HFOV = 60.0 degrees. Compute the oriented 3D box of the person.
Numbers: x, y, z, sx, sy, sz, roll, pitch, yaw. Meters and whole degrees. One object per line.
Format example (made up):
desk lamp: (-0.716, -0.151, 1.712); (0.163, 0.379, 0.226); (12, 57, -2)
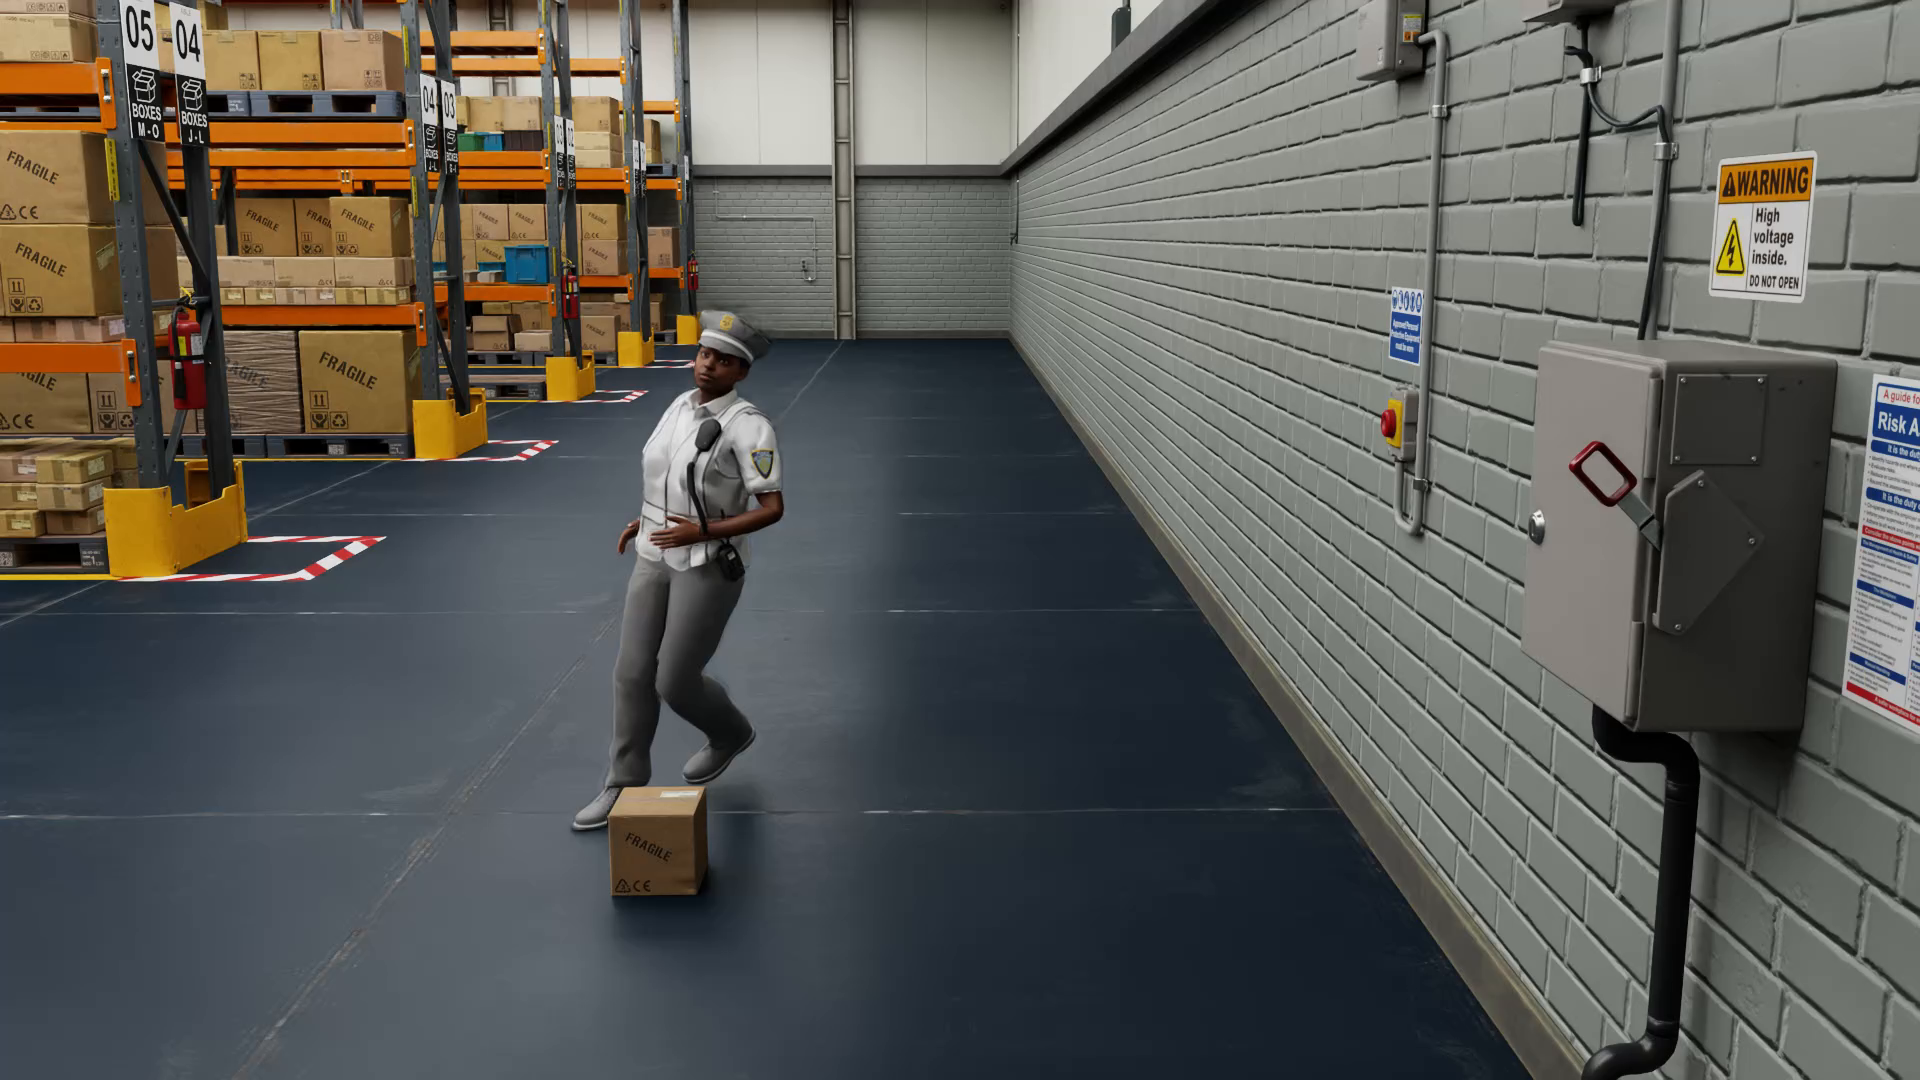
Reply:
person: (-0.861, 0.100, 5.373); (0.606, 1.671, 0.672); (7, 13, 35)
